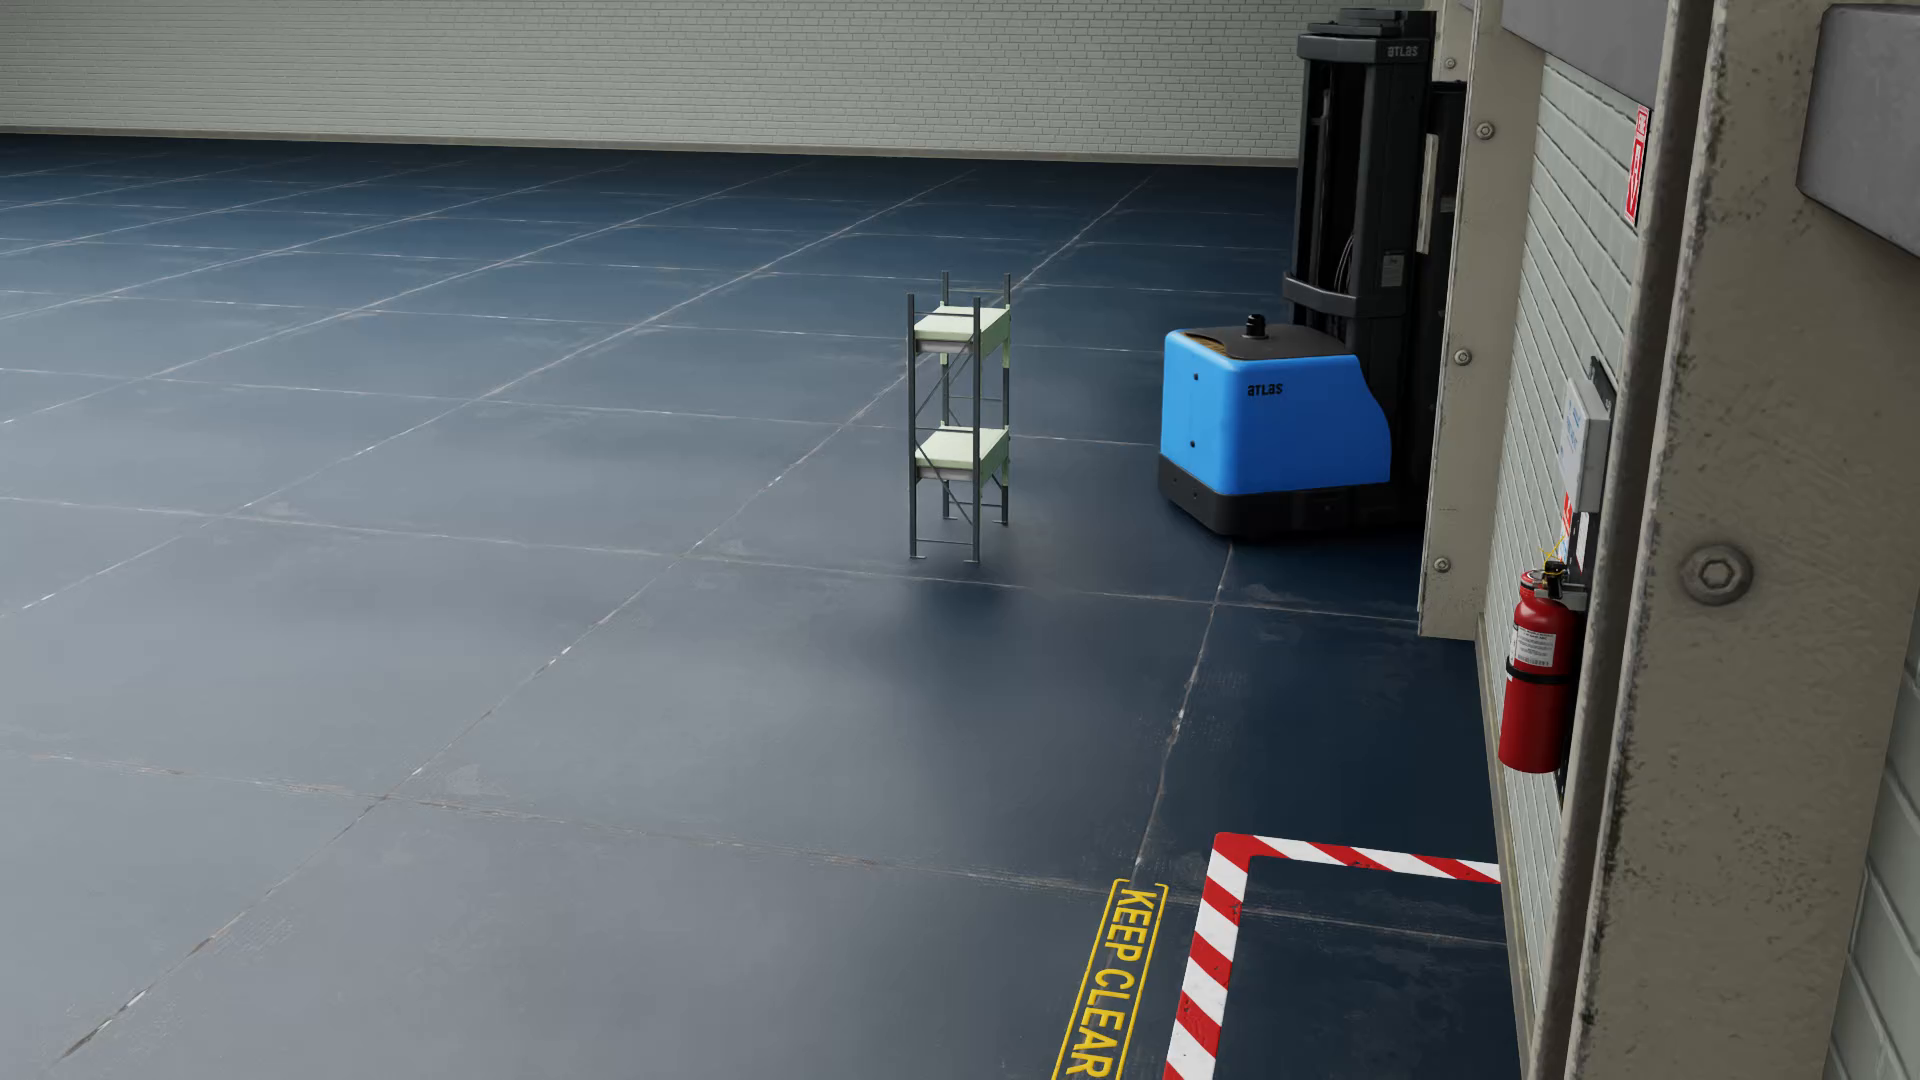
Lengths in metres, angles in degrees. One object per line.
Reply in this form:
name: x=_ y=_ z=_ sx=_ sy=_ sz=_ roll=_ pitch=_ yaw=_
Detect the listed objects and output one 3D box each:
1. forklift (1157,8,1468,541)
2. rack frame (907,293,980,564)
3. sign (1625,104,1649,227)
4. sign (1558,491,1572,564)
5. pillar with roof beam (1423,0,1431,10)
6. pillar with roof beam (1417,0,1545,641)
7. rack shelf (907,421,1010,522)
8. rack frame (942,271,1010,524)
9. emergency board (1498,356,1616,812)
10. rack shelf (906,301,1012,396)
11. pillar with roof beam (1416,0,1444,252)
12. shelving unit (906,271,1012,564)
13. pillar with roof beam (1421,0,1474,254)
forklift: x=2.806 y=-1.630 z=9.926 sx=3.031 sy=2.935 sz=1.130 roll=-5 pitch=20 yaw=-15
rack frame: x=-0.088 y=-0.597 z=9.115 sx=0.400 sy=1.500 sz=0.023 roll=5 pitch=19 yaw=13
sign: x=1.756 y=-0.976 z=4.317 sx=0.001 sy=0.298 sz=0.199 roll=5 pitch=19 yaw=13
sign: x=1.893 y=-0.066 z=5.185 sx=0.001 sy=0.329 sz=0.234 roll=5 pitch=19 yaw=13
pillar with roof beam: x=2.706 y=-9.814 z=24.497 sx=9.100 sy=9.000 sz=0.400 roll=5 pitch=19 yaw=13
pillar with roof beam: x=-1.692 y=-4.172 z=7.980 sx=9.100 sy=9.000 sz=0.400 roll=5 pitch=19 yaw=13
rack shelf: x=0.002 y=-0.403 z=9.557 sx=0.431 sy=0.370 sz=0.720 roll=5 pitch=19 yaw=13
rack frame: x=0.091 y=-0.827 z=9.787 sx=0.400 sy=1.500 sz=0.023 roll=5 pitch=19 yaw=13
emergency board: x=1.658 y=0.116 z=4.707 sx=0.194 sy=1.169 sz=0.643 roll=5 pitch=19 yaw=13
rack shelf: x=0.002 y=-1.081 z=9.325 sx=0.431 sy=0.370 sz=0.720 roll=5 pitch=19 yaw=13
pillar with roof beam: x=1.240 y=-7.933 z=18.992 sx=9.100 sy=9.000 sz=0.400 roll=5 pitch=19 yaw=13
shelving unit: x=0.002 y=-0.712 z=9.451 sx=0.431 sy=1.500 sz=0.755 roll=5 pitch=19 yaw=13
pillar with roof beam: x=-0.226 y=-6.053 z=13.486 sx=9.100 sy=9.000 sz=0.400 roll=5 pitch=19 yaw=13
